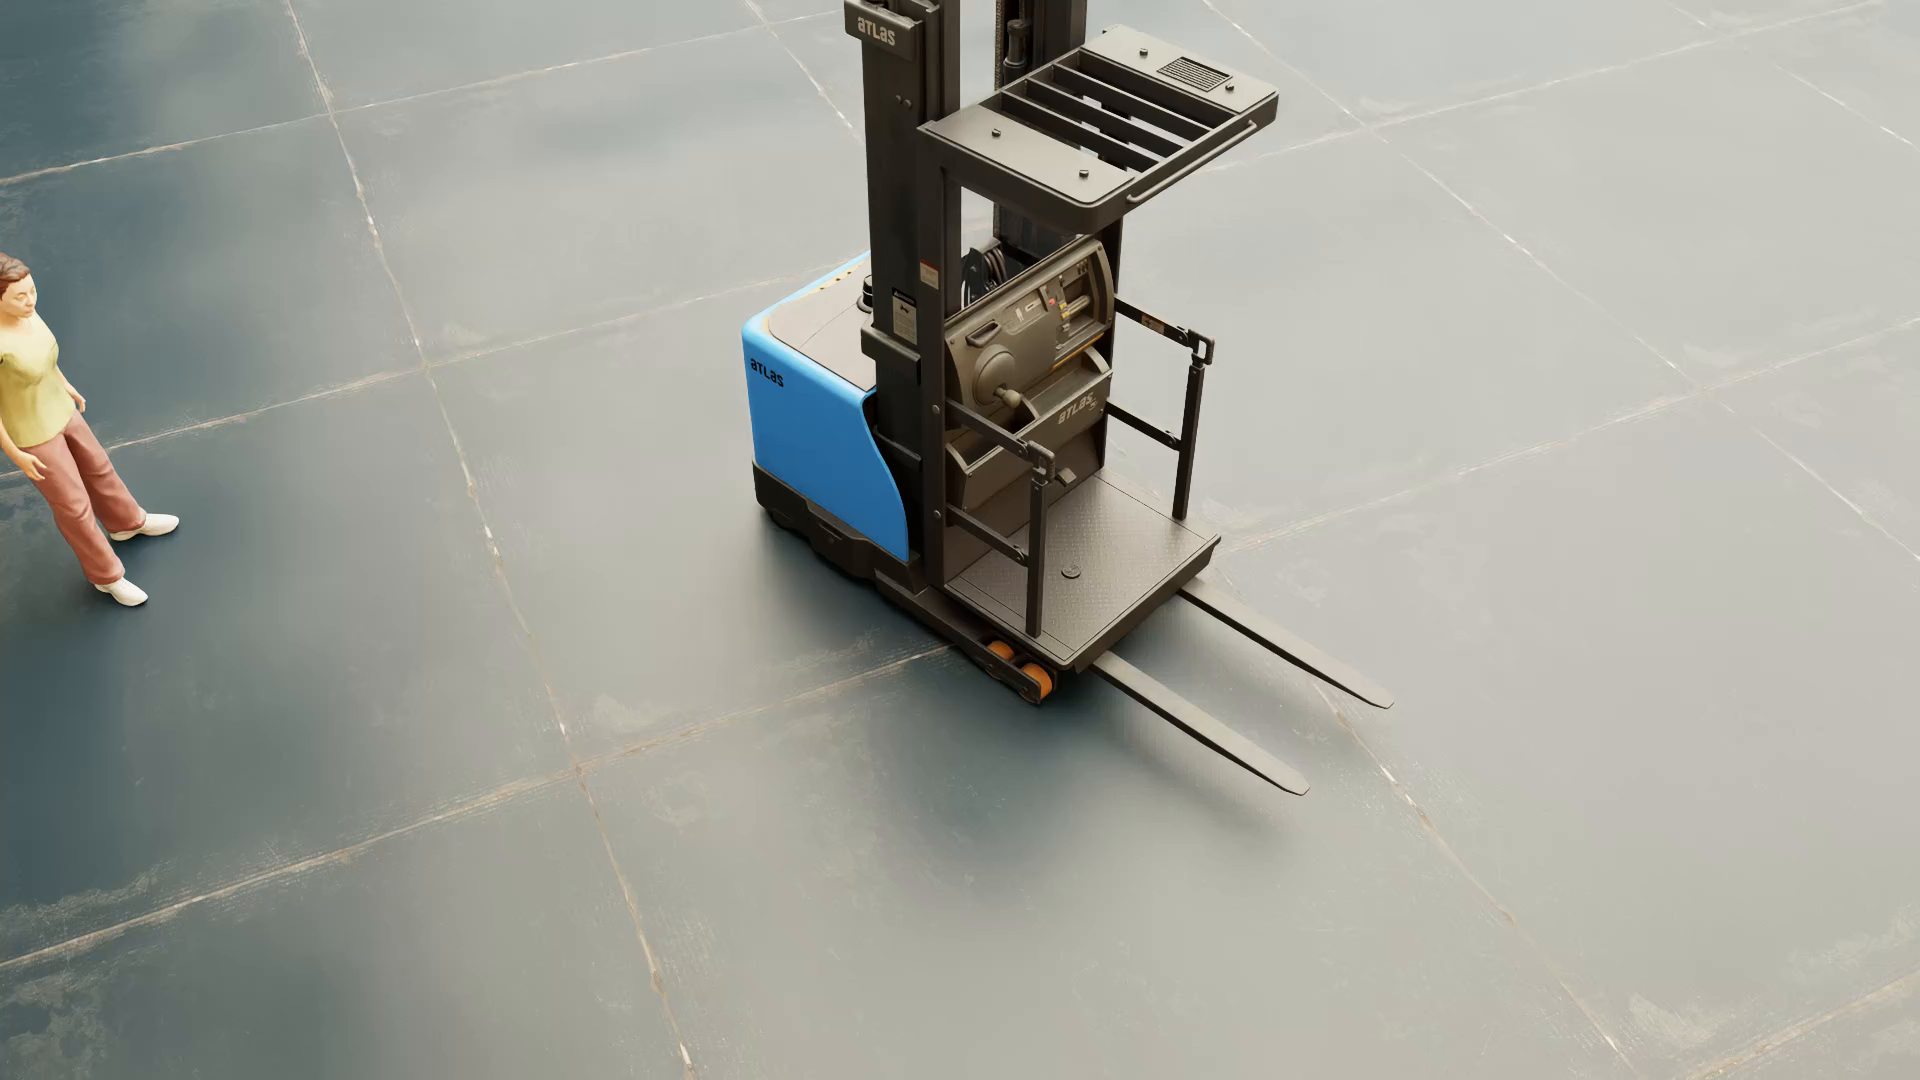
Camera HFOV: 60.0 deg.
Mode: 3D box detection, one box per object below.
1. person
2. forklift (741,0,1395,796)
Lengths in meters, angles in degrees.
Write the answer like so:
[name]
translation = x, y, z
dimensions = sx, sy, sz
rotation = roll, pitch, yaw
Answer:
[person]
translation = -3.867, -0.498, 7.137
dimensions = 0.402, 1.678, 0.593
rotation = 2, 43, 2
[forklift]
translation = 0.445, -0.788, 6.525
dimensions = 3.031, 2.935, 1.130
rotation = 32, 52, 30
